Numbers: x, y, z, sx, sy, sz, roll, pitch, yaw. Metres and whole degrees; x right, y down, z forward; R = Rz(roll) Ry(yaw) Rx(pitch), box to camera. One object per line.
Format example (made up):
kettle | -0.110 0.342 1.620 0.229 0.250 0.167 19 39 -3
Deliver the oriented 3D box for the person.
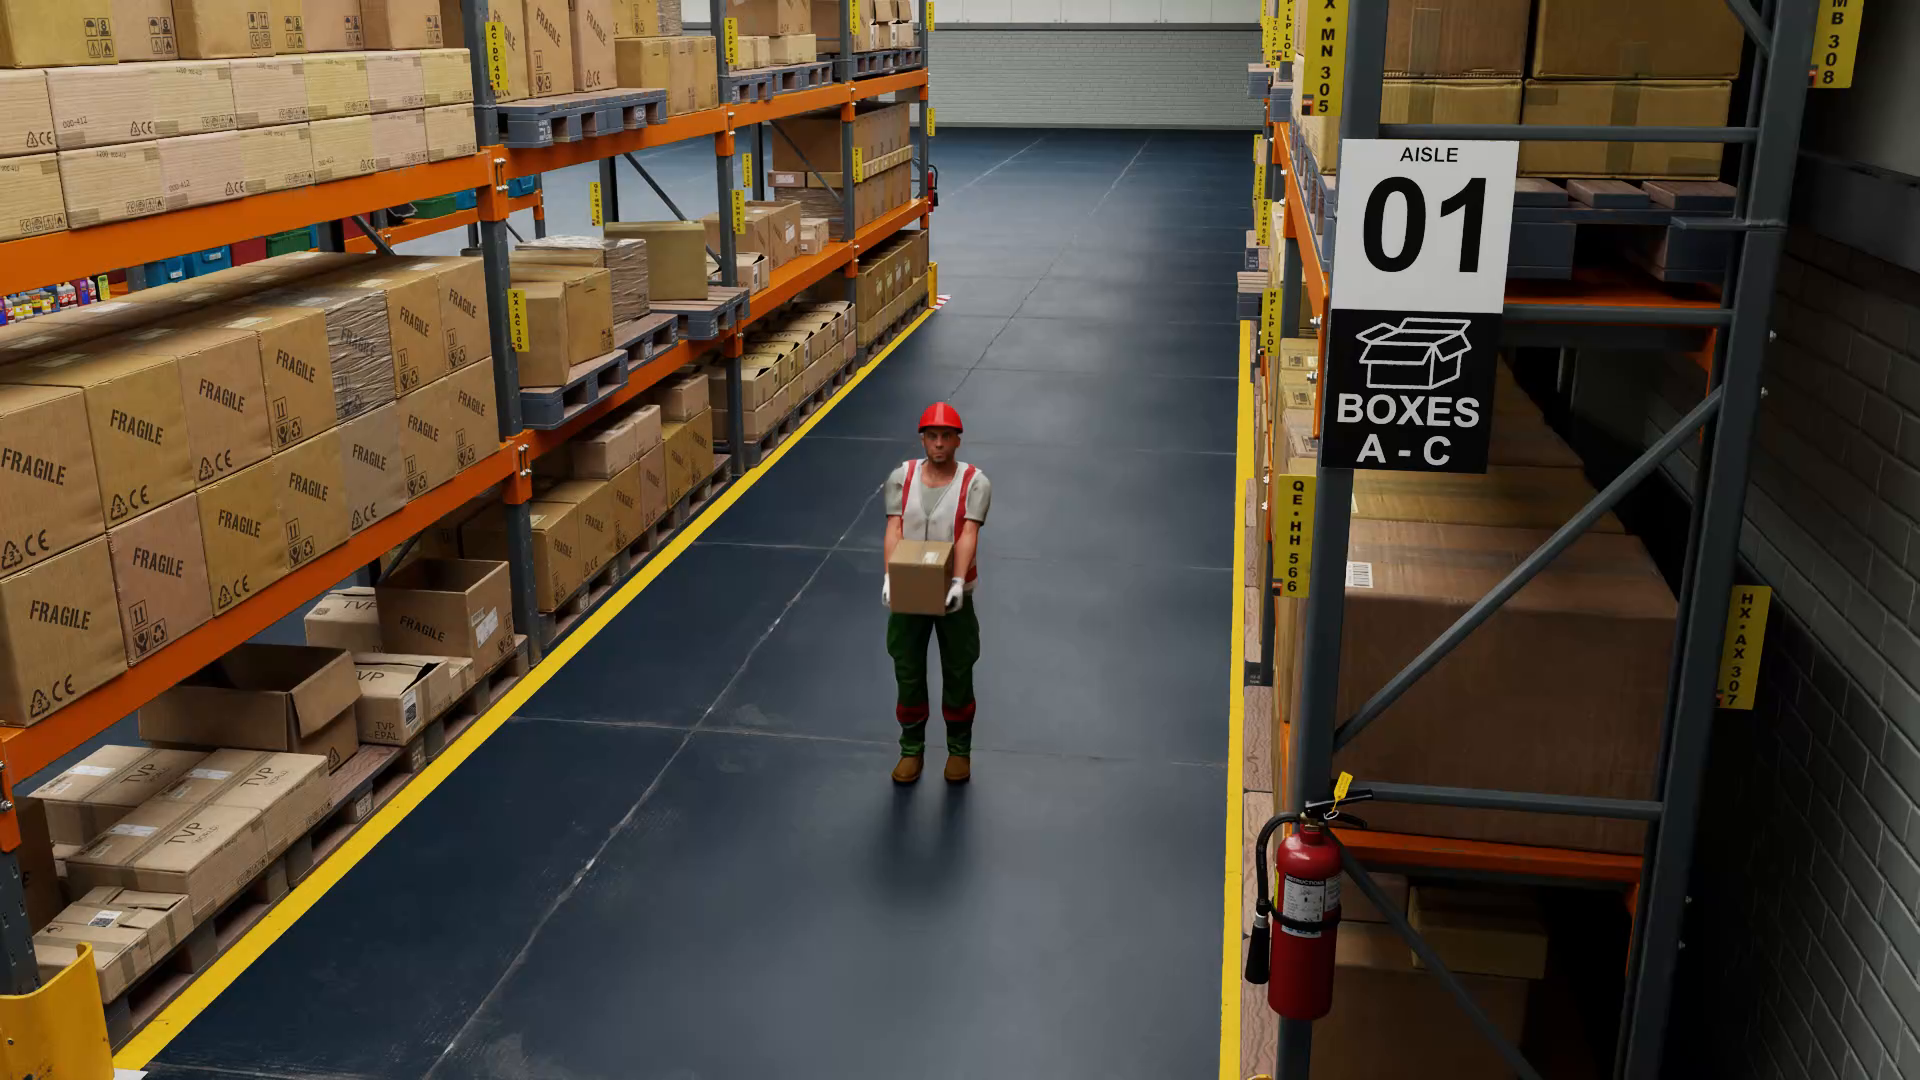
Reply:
person | -0.125 0.276 7.659 0.493 1.782 0.570 3 18 10
